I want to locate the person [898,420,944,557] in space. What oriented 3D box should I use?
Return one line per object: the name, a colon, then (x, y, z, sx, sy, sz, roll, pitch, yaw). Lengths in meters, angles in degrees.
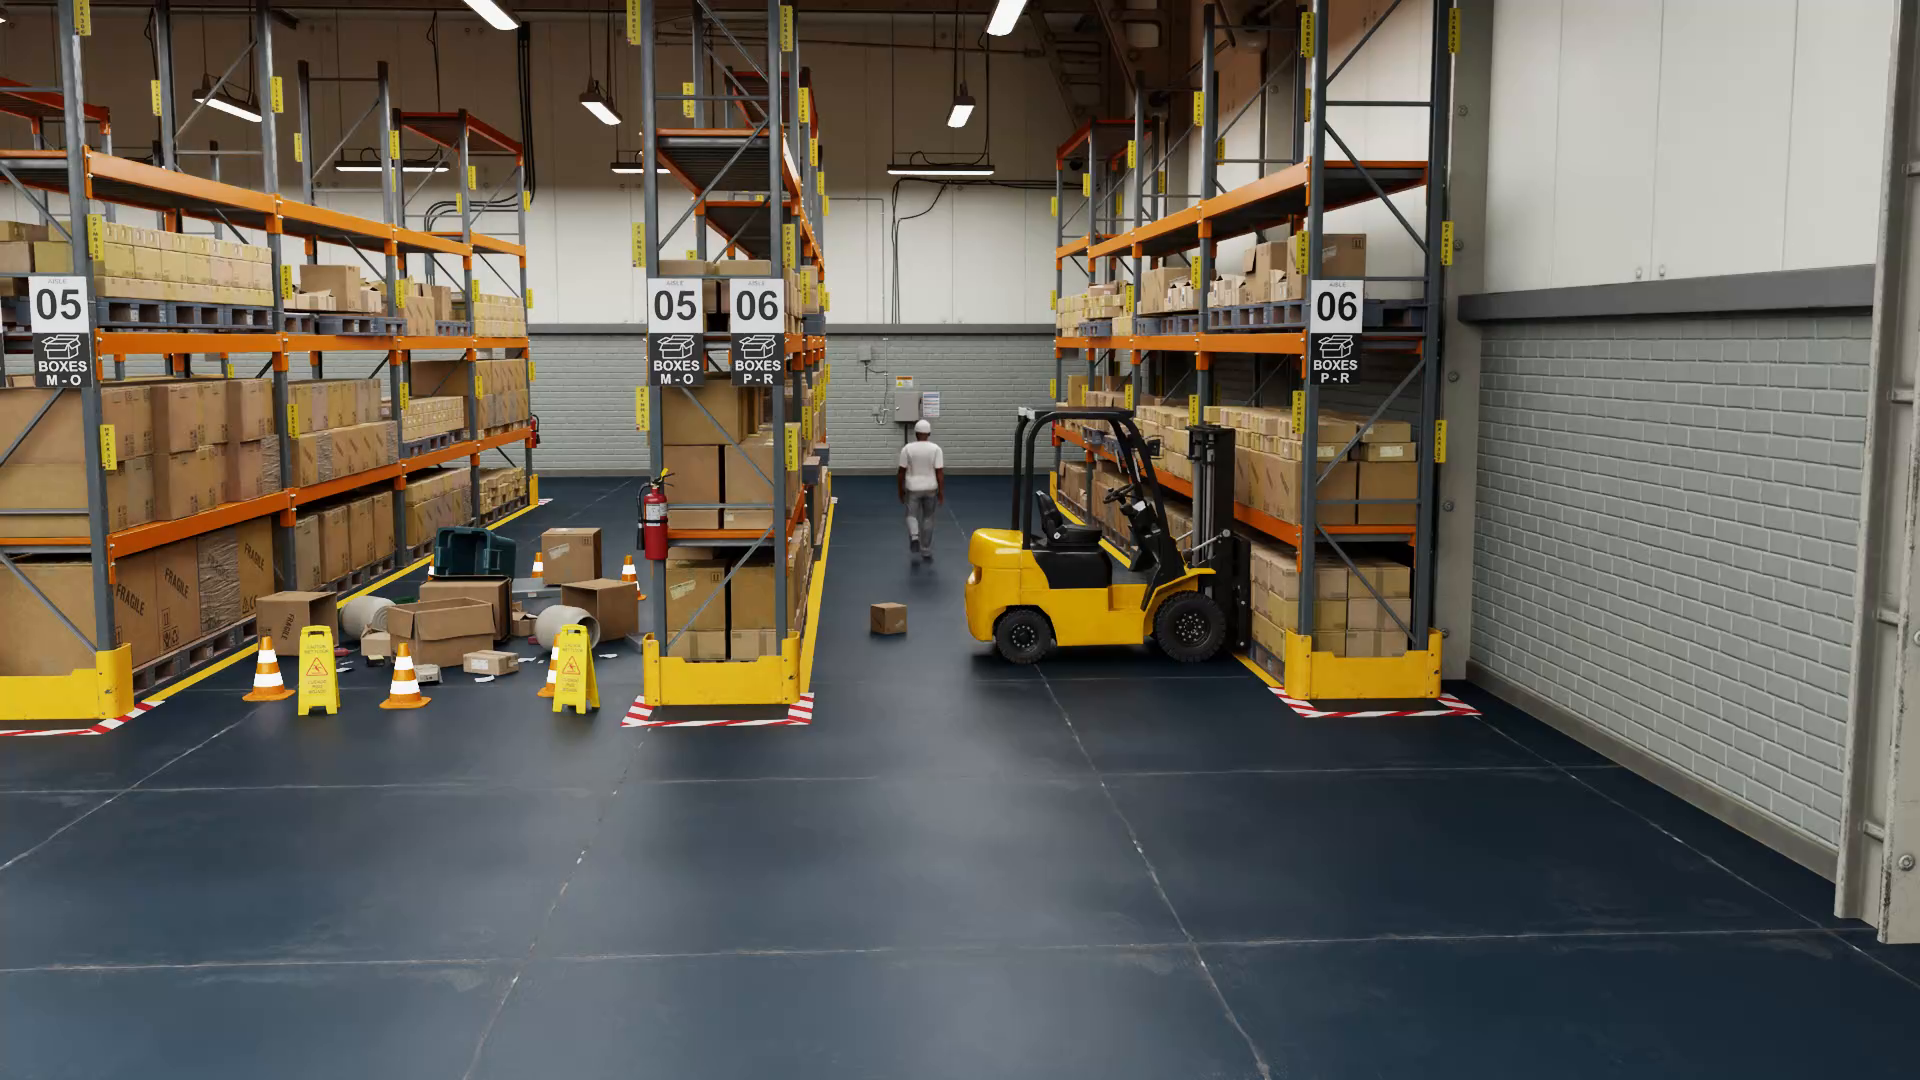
person: (-0.496, -0.640, 20.948, 0.575, 1.744, 0.806, 0, 7, -4)
